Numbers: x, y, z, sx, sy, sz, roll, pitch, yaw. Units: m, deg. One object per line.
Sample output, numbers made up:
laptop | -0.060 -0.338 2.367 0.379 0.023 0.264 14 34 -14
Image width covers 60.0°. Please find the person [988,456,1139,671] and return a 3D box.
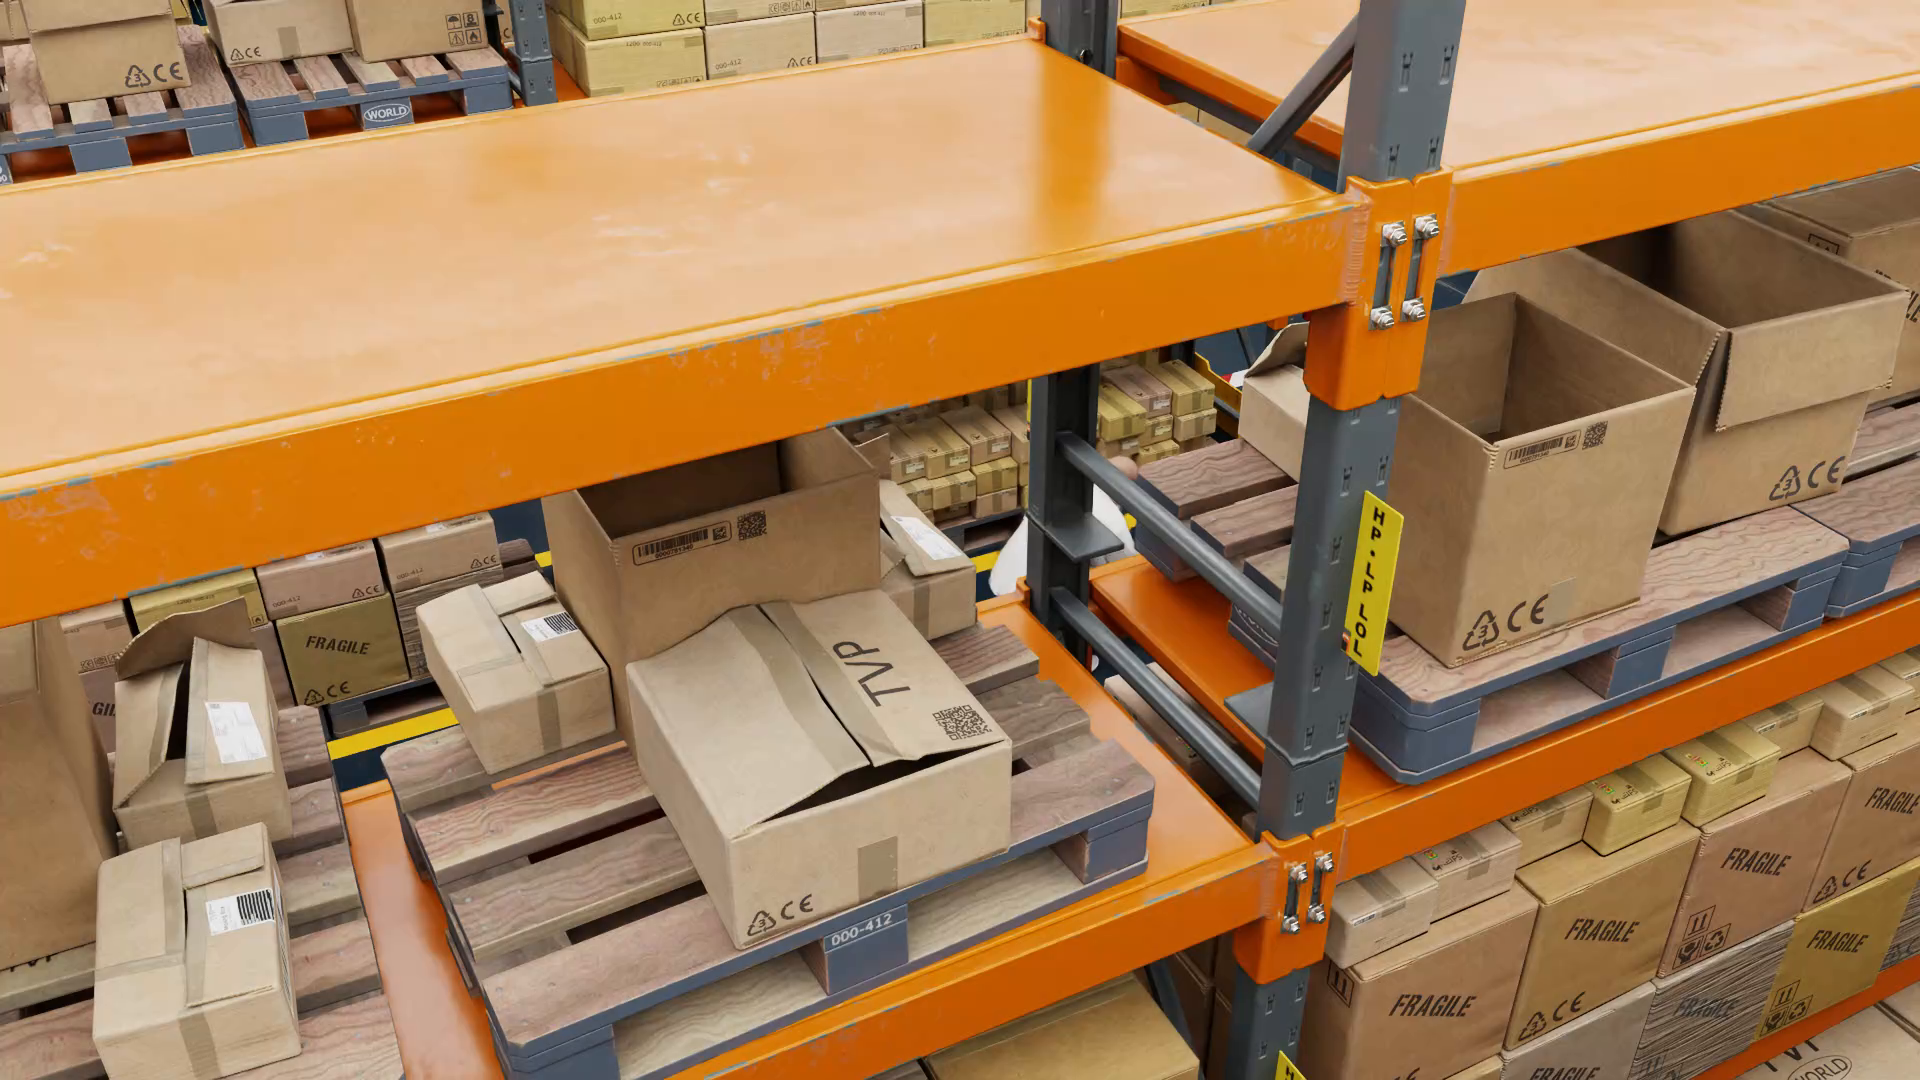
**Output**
person | 0.559 0.129 8.137 0.913 1.020 0.612 -17 36 -24
